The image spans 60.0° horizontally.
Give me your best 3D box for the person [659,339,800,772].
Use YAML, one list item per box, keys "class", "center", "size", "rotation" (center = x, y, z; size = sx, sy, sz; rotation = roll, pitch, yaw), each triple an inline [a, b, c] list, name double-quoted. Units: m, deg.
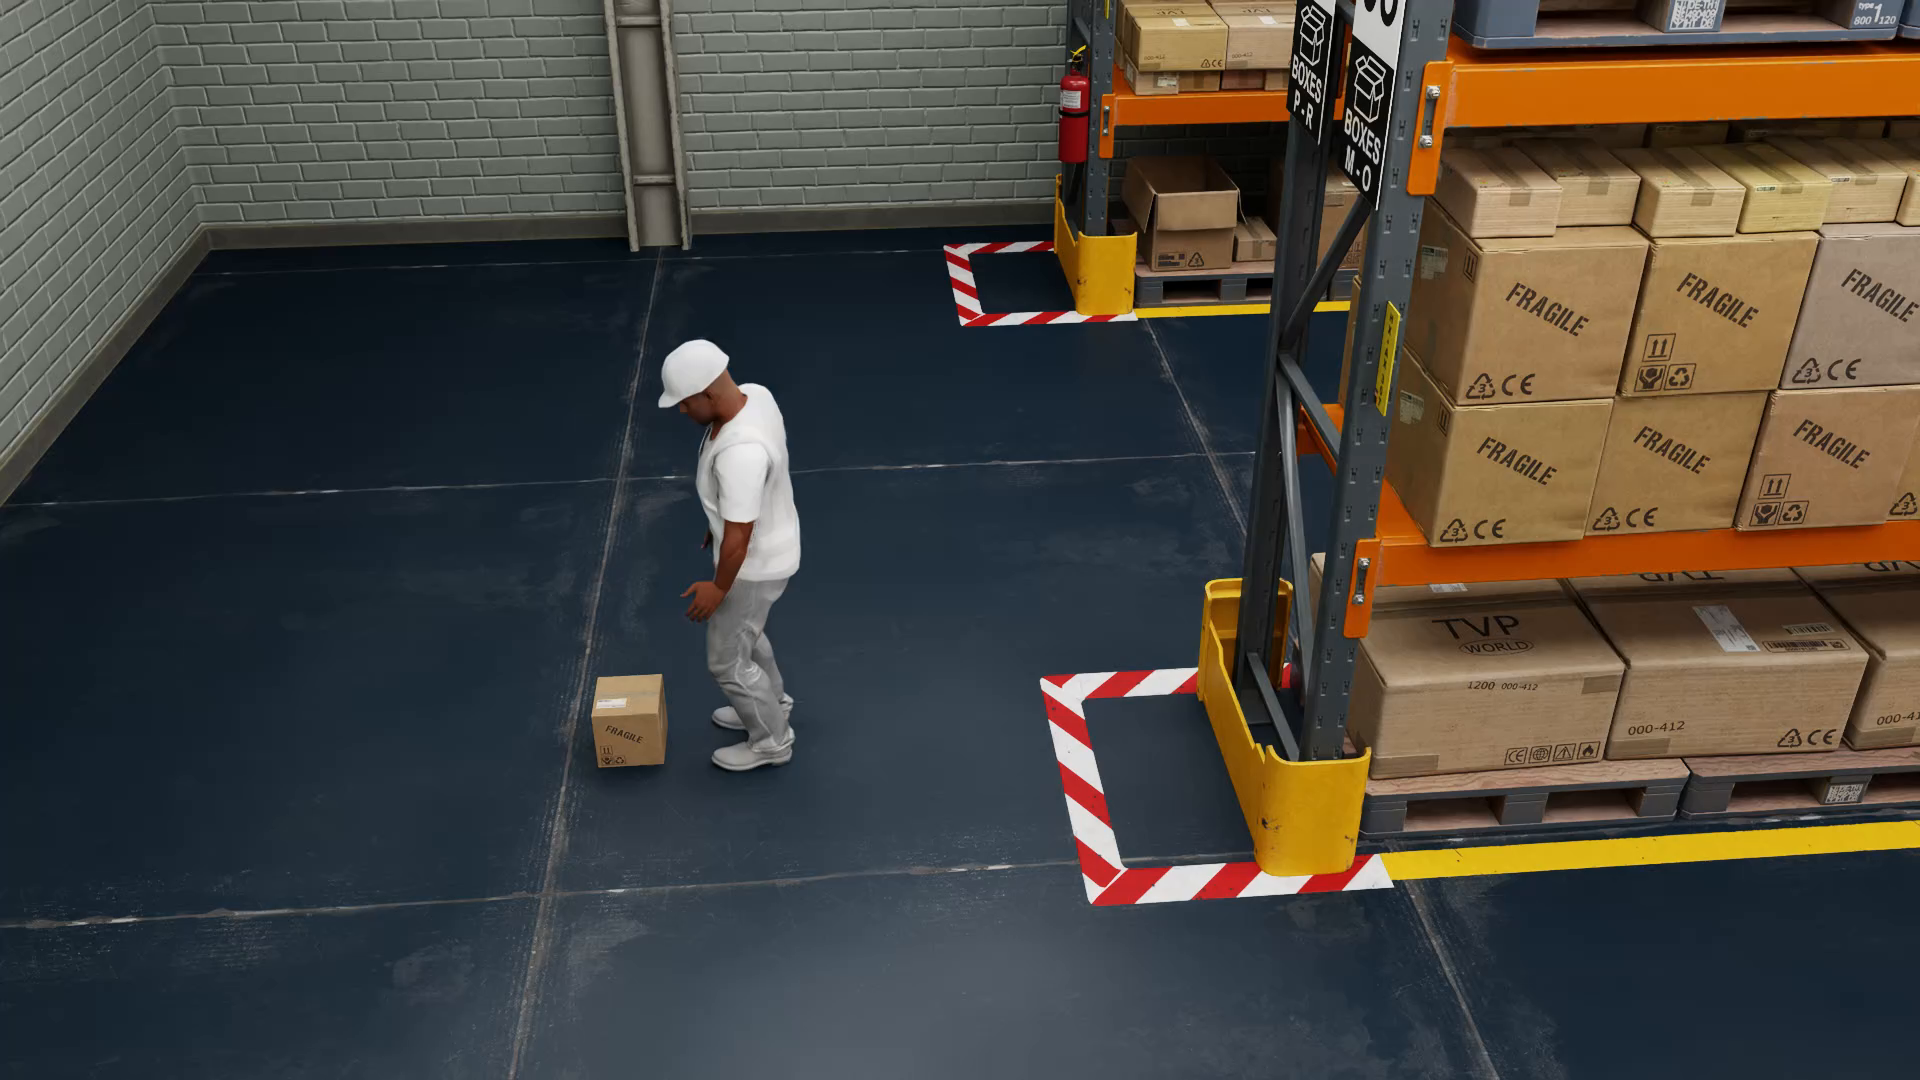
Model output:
- class: "person"
  center: [-0.808, 0.066, 6.052]
  size: [0.453, 1.716, 0.591]
  rotation: [-2, 31, -3]
